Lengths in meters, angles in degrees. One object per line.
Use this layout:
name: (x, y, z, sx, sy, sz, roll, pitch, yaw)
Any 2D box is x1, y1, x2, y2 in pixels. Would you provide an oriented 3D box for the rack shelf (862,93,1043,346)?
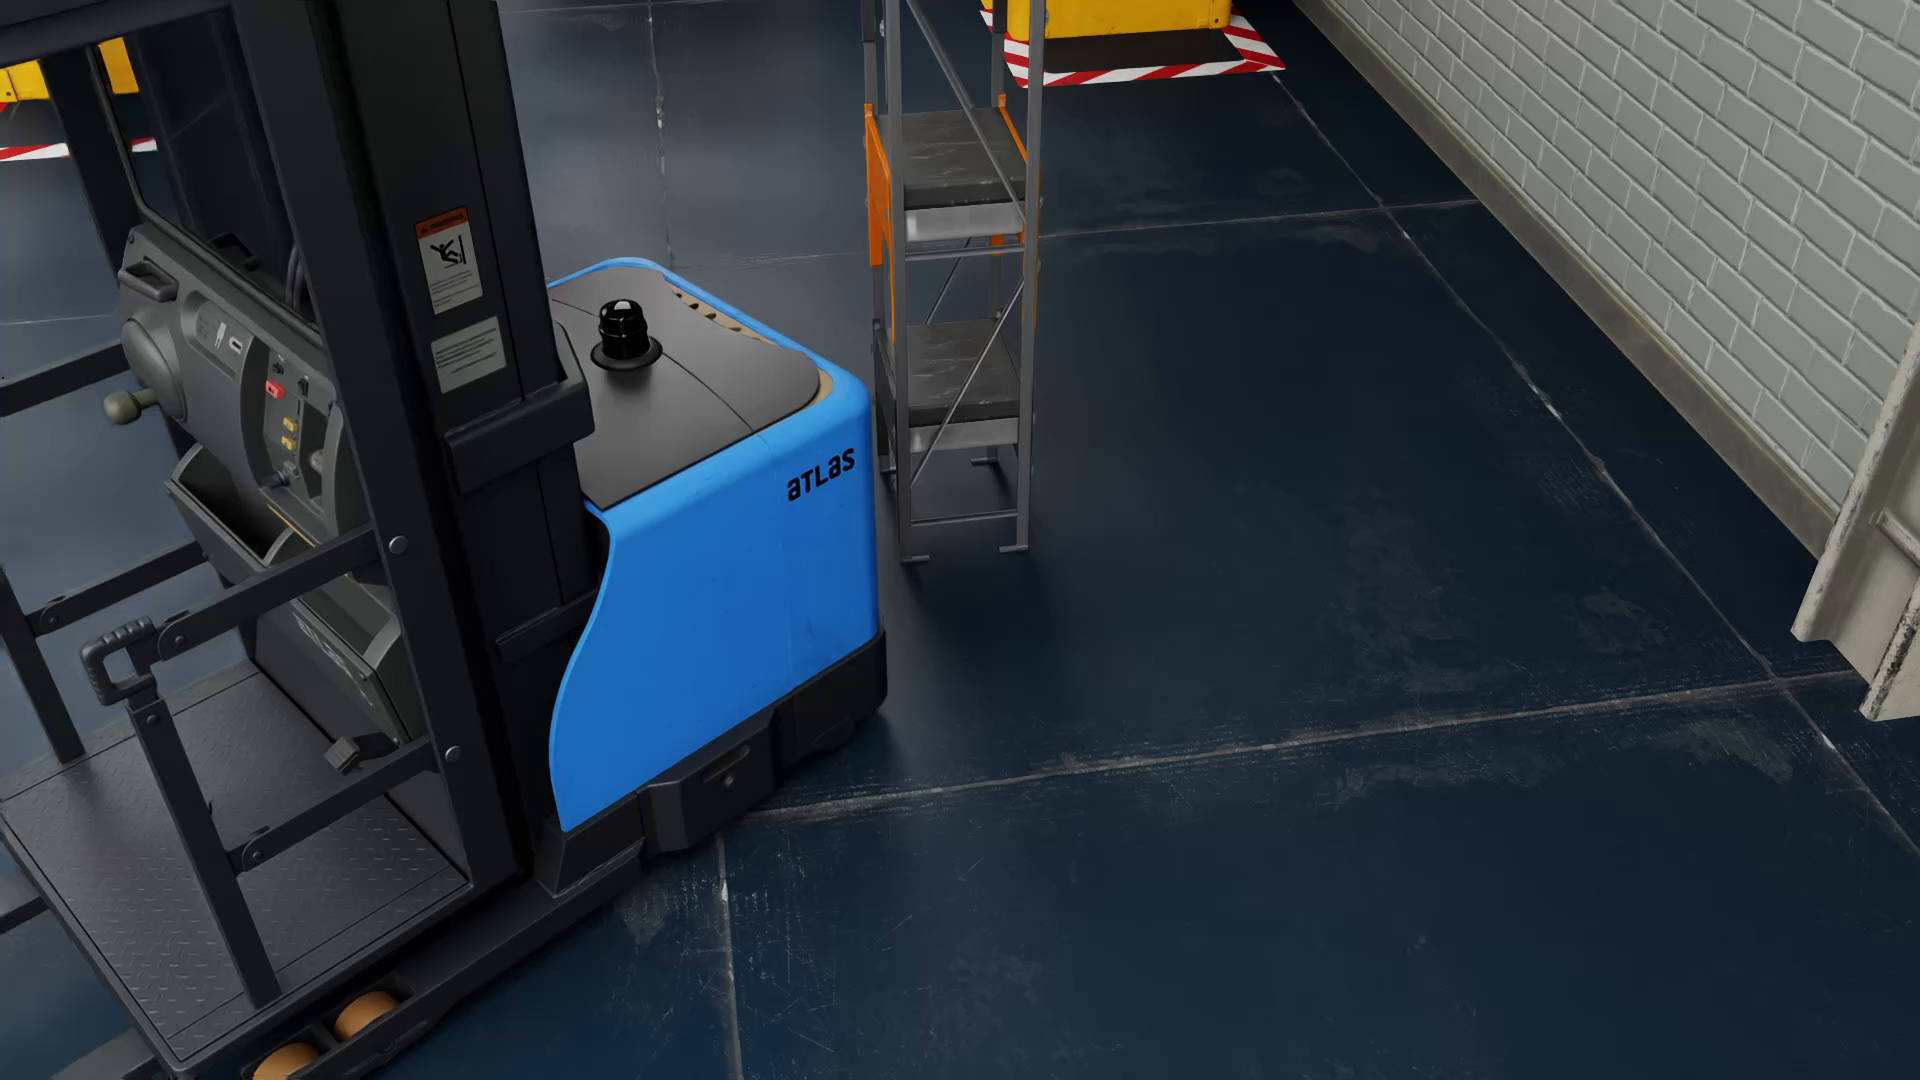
rack shelf: (-0.029, -0.918, 4.743, 0.431, 0.518, 0.480, -6, 38, -8)

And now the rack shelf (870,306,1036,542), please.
rack shelf: (-0.029, -0.366, 5.172, 0.431, 0.518, 0.480, -6, 38, -8)

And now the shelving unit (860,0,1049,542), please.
shelving unit: (-0.029, -0.930, 4.736, 0.431, 2.100, 0.499, -6, 38, -8)

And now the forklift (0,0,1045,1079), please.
forklift: (-1.323, -0.424, 3.406, 3.810, 2.935, 1.130, -31, 48, -34)

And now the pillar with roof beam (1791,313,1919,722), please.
pillar with roof beam: (-1.603, -2.724, 1.421, 9.100, 9.000, 0.400, -6, 38, -8)

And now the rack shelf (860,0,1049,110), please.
rack shelf: (-0.029, -1.471, 4.313, 0.431, 0.518, 0.480, -6, 38, -8)

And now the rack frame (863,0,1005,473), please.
rack frame: (-0.072, -1.077, 4.924, 0.400, 2.100, 0.015, -6, 38, -8)

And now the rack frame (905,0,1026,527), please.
rack frame: (0.015, -0.782, 4.545, 0.380, 1.831, 0.006, -6, 38, -8)
